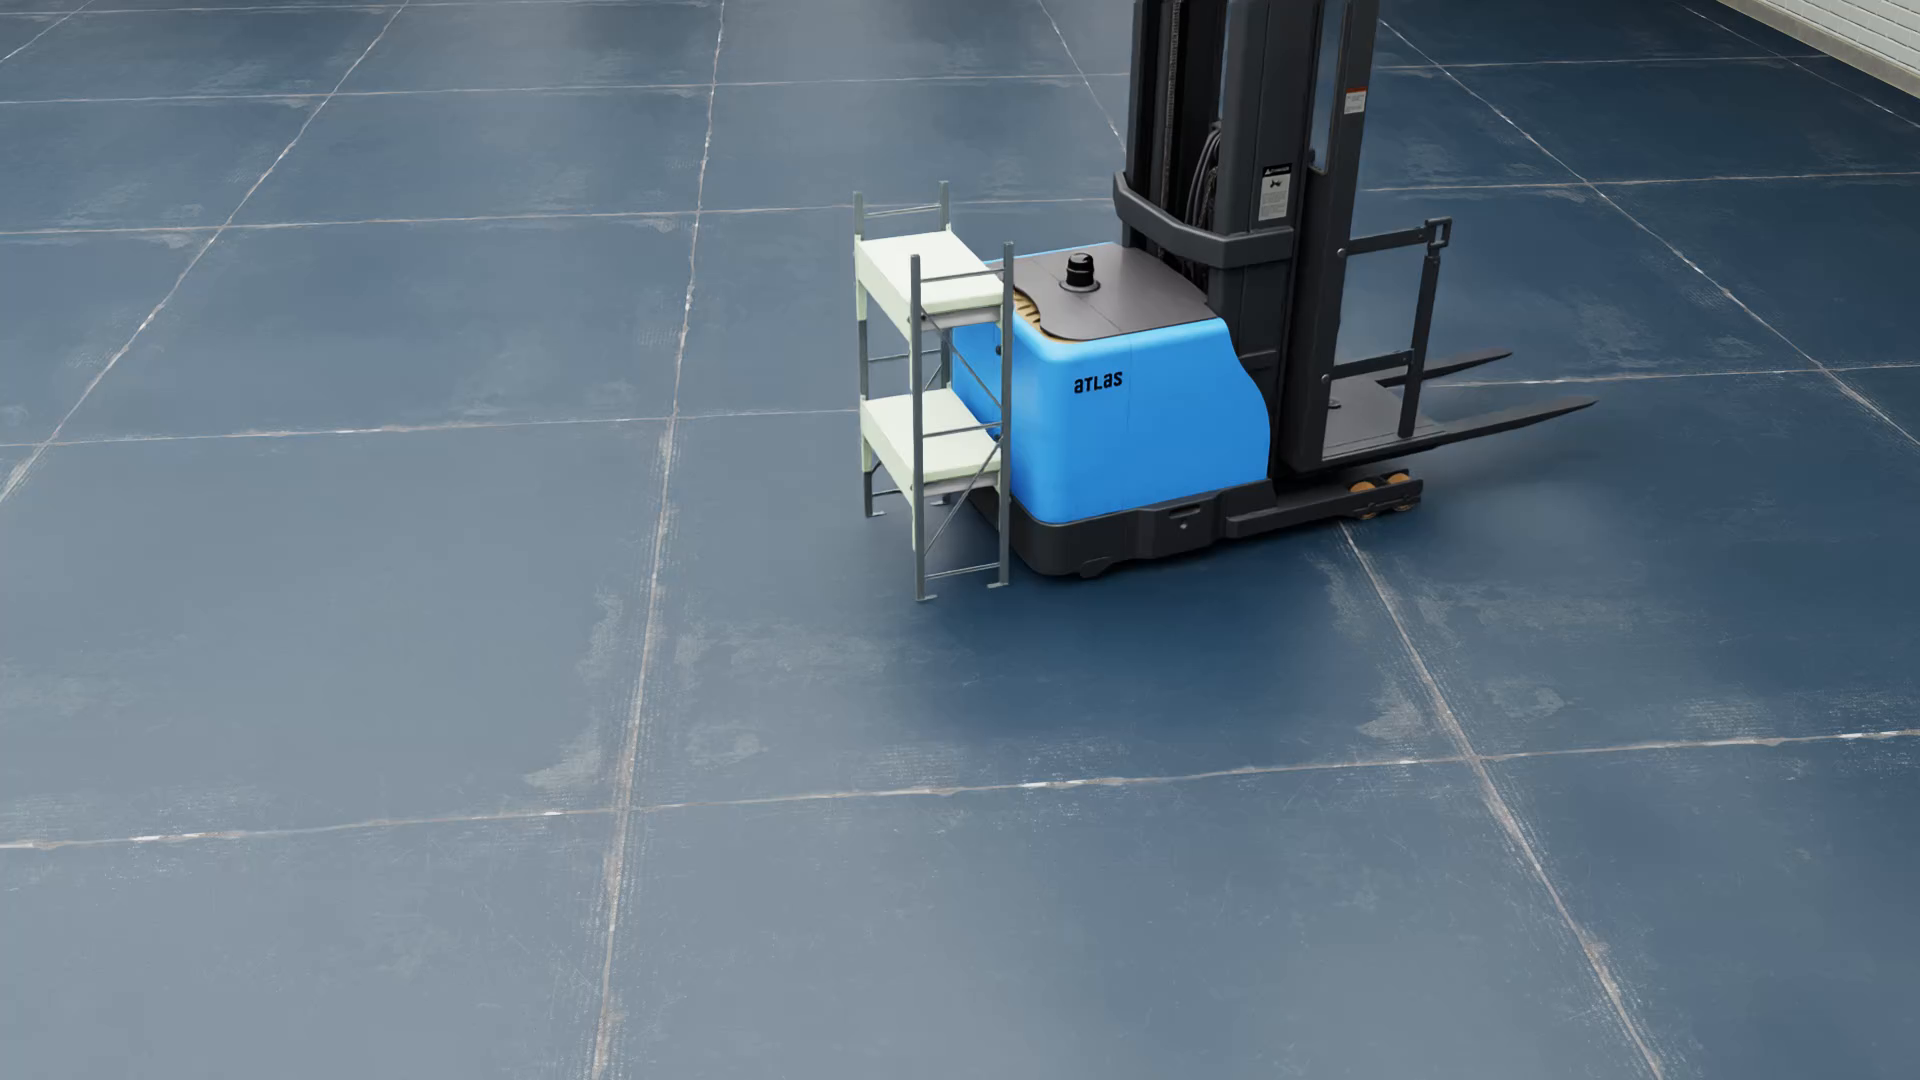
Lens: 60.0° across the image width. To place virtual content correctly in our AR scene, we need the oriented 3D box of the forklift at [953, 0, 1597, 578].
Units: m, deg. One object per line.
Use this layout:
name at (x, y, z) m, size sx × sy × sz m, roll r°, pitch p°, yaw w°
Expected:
forklift at (1.520, -1.584, 7.044) m, size 3.031 × 2.935 × 1.130 m, roll -12°, pitch 33°, yaw -20°

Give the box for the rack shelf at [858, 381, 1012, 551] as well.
rack shelf at (-0.114, -0.323, 6.964) m, size 0.431 × 0.370 × 0.720 m, roll -10°, pitch 32°, yaw -17°

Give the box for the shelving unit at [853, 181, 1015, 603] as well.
shelving unit at (-0.114, -0.603, 6.797) m, size 0.431 × 1.500 × 0.755 m, roll -10°, pitch 32°, yaw -17°

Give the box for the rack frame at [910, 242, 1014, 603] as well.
rack frame at (0.009, -0.426, 6.501) m, size 0.400 × 1.500 × 0.023 m, roll -10°, pitch 32°, yaw -17°

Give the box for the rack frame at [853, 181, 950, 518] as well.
rack frame at (-0.237, -0.780, 7.093) m, size 0.400 × 1.500 × 0.023 m, roll -10°, pitch 32°, yaw -17°

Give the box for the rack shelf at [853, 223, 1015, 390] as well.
rack shelf at (-0.114, -0.938, 6.597) m, size 0.431 × 0.370 × 0.720 m, roll -10°, pitch 32°, yaw -17°
